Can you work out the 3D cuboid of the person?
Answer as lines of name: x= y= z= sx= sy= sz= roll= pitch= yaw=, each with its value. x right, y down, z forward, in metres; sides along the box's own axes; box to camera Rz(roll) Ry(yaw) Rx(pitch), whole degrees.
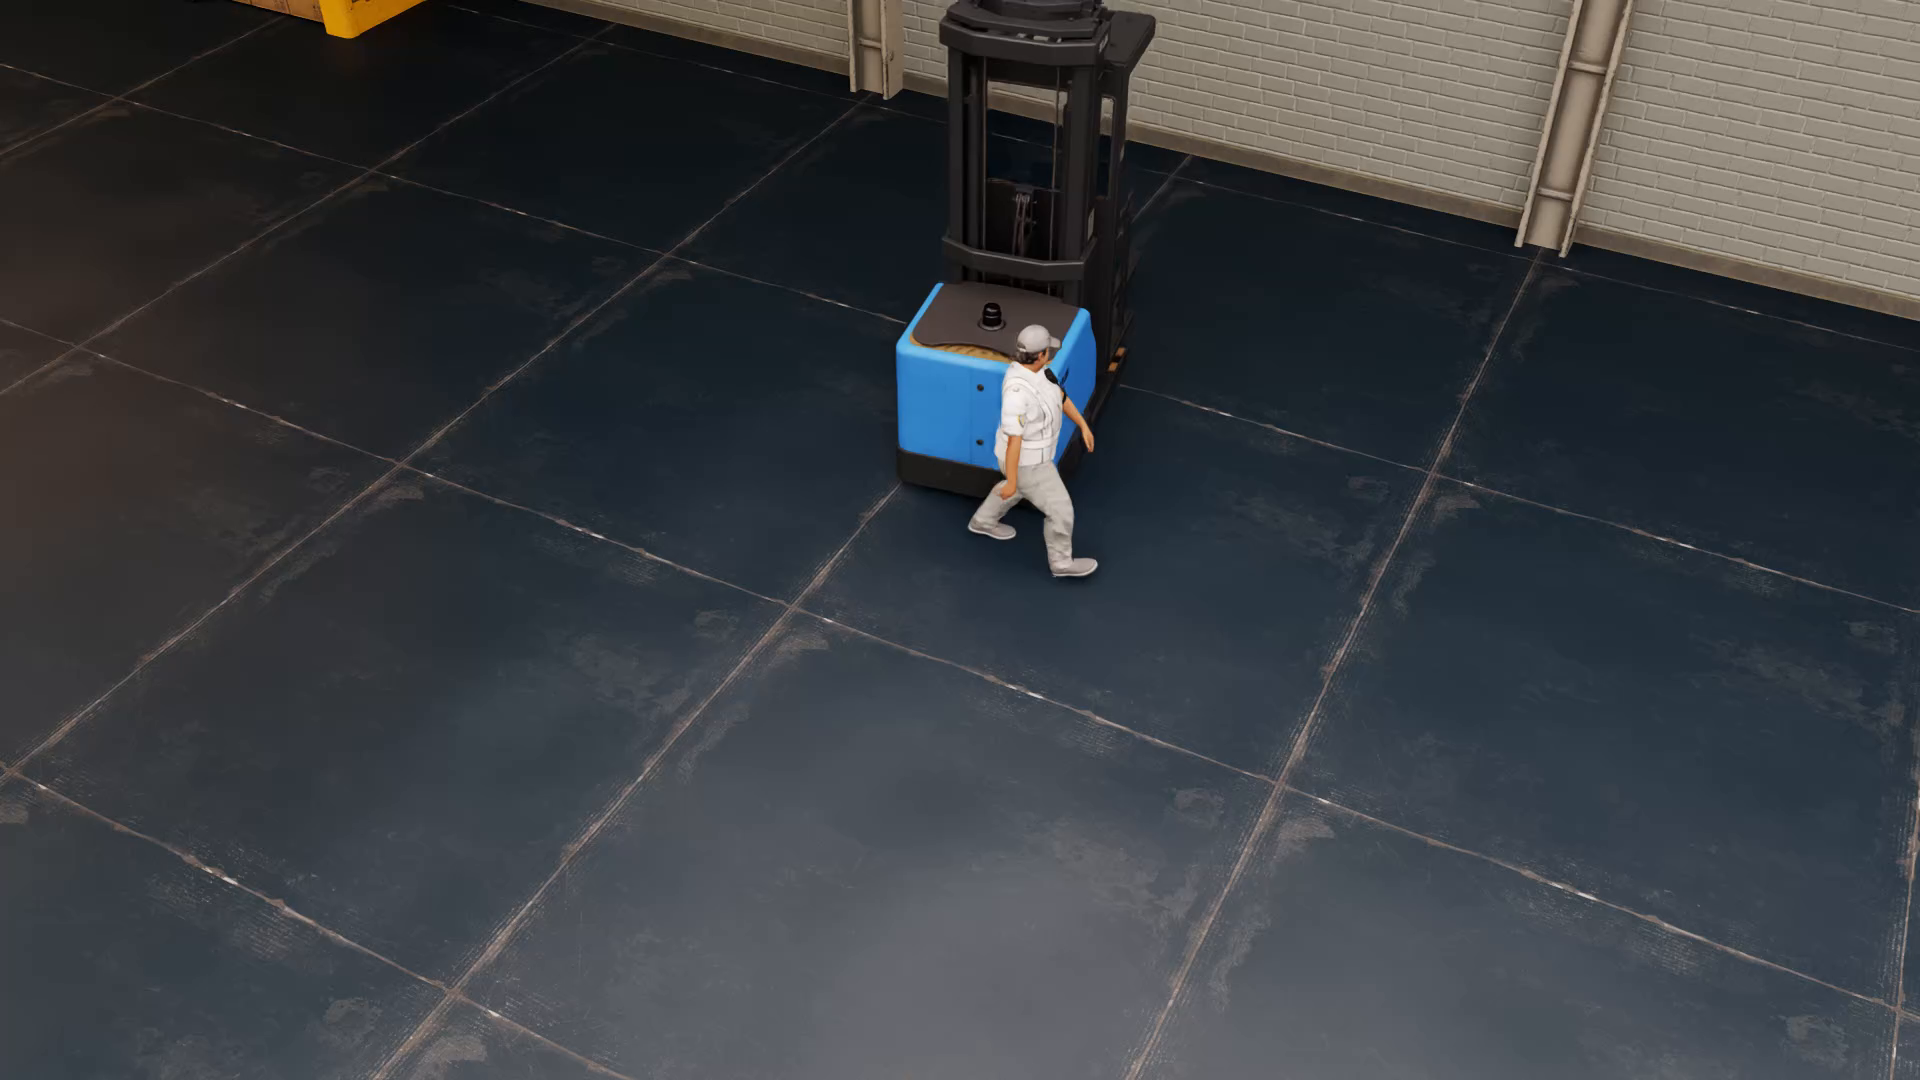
person: x=0.432 y=-0.494 z=9.632 sx=0.824 sy=1.599 sz=0.628 roll=5 pitch=40 yaw=6

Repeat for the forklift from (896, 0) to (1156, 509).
forklift: x=0.552 y=-2.269 z=10.681 sx=1.130 sy=2.935 sz=3.031 roll=12 pitch=42 yaw=14
